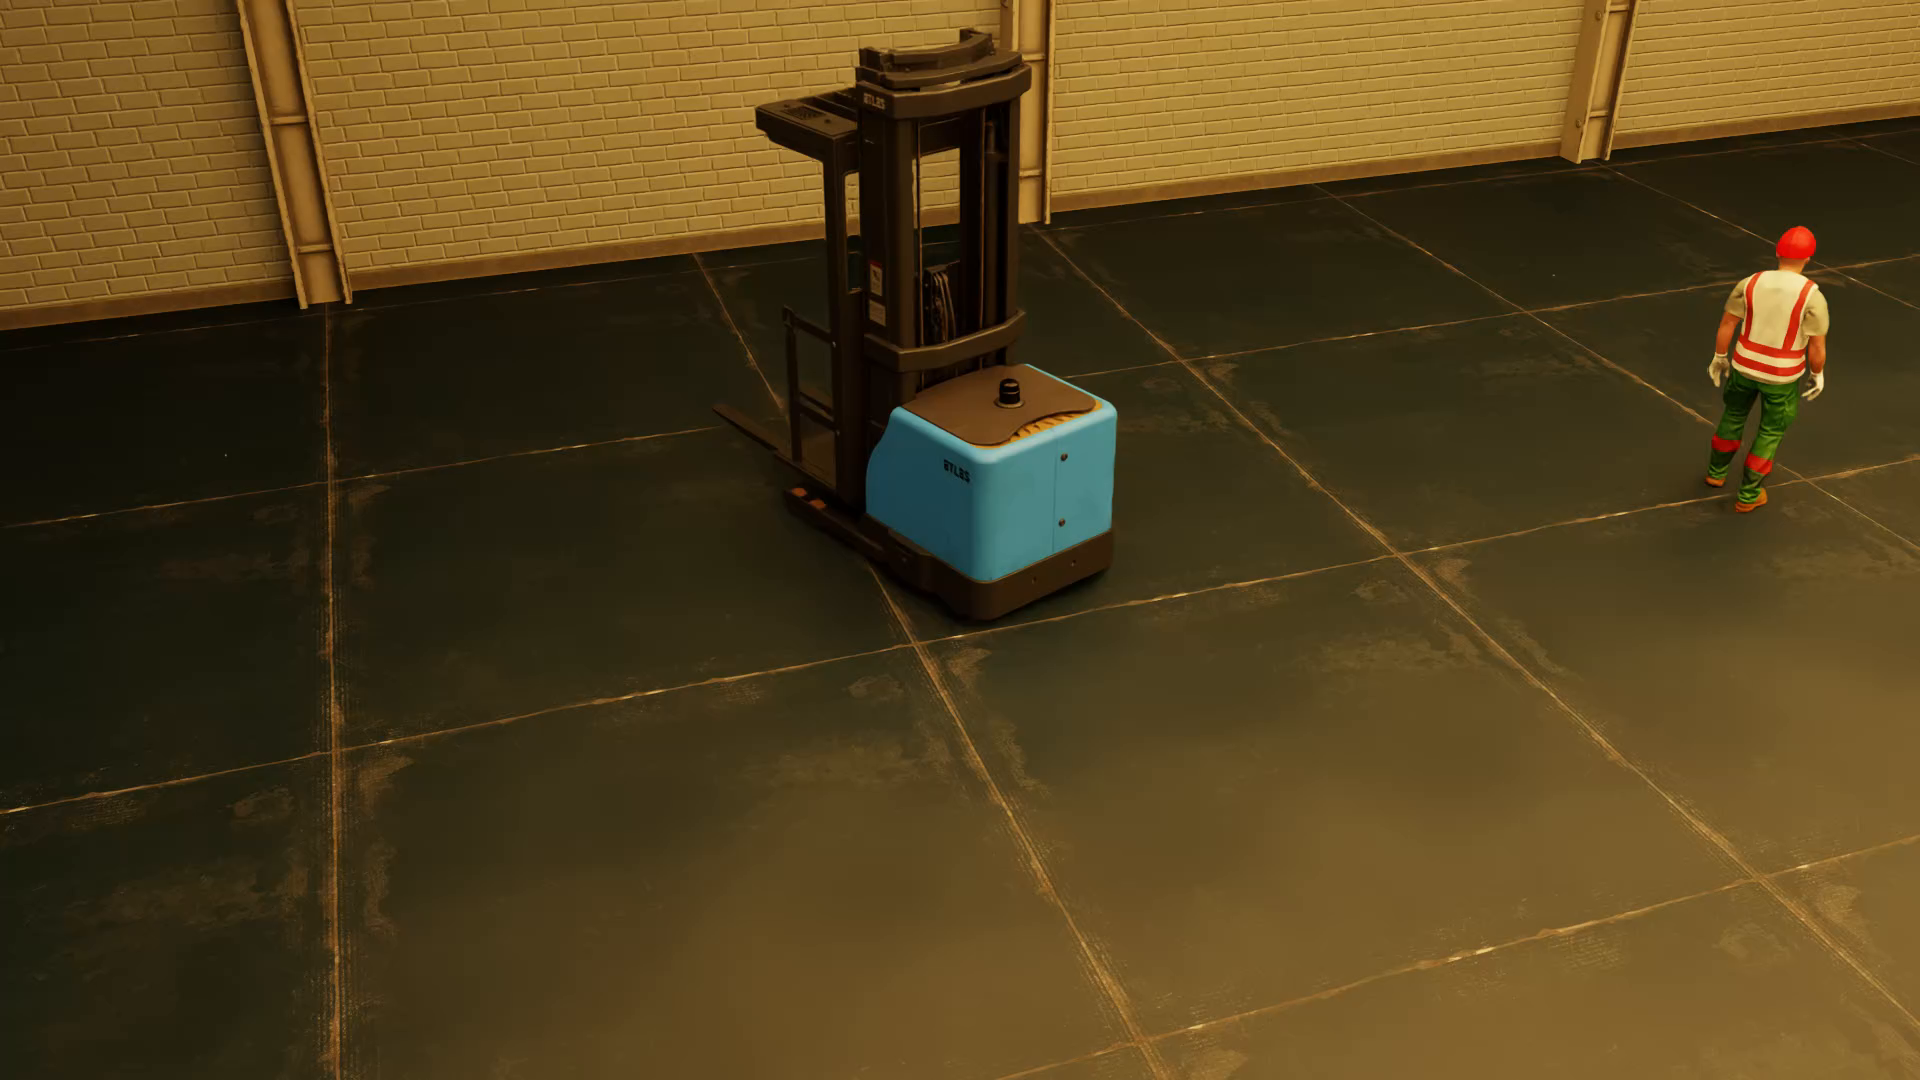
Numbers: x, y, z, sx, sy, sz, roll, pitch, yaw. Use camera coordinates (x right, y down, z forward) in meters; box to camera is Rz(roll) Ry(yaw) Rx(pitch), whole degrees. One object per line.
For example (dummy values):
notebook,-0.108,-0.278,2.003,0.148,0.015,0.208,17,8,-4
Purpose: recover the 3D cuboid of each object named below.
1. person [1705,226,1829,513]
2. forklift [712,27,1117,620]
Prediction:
person,4.931,-1.042,10.095,0.510,1.816,0.629,-26,39,-37
forklift,-0.442,-1.495,9.686,1.130,2.935,3.031,-22,37,-34
